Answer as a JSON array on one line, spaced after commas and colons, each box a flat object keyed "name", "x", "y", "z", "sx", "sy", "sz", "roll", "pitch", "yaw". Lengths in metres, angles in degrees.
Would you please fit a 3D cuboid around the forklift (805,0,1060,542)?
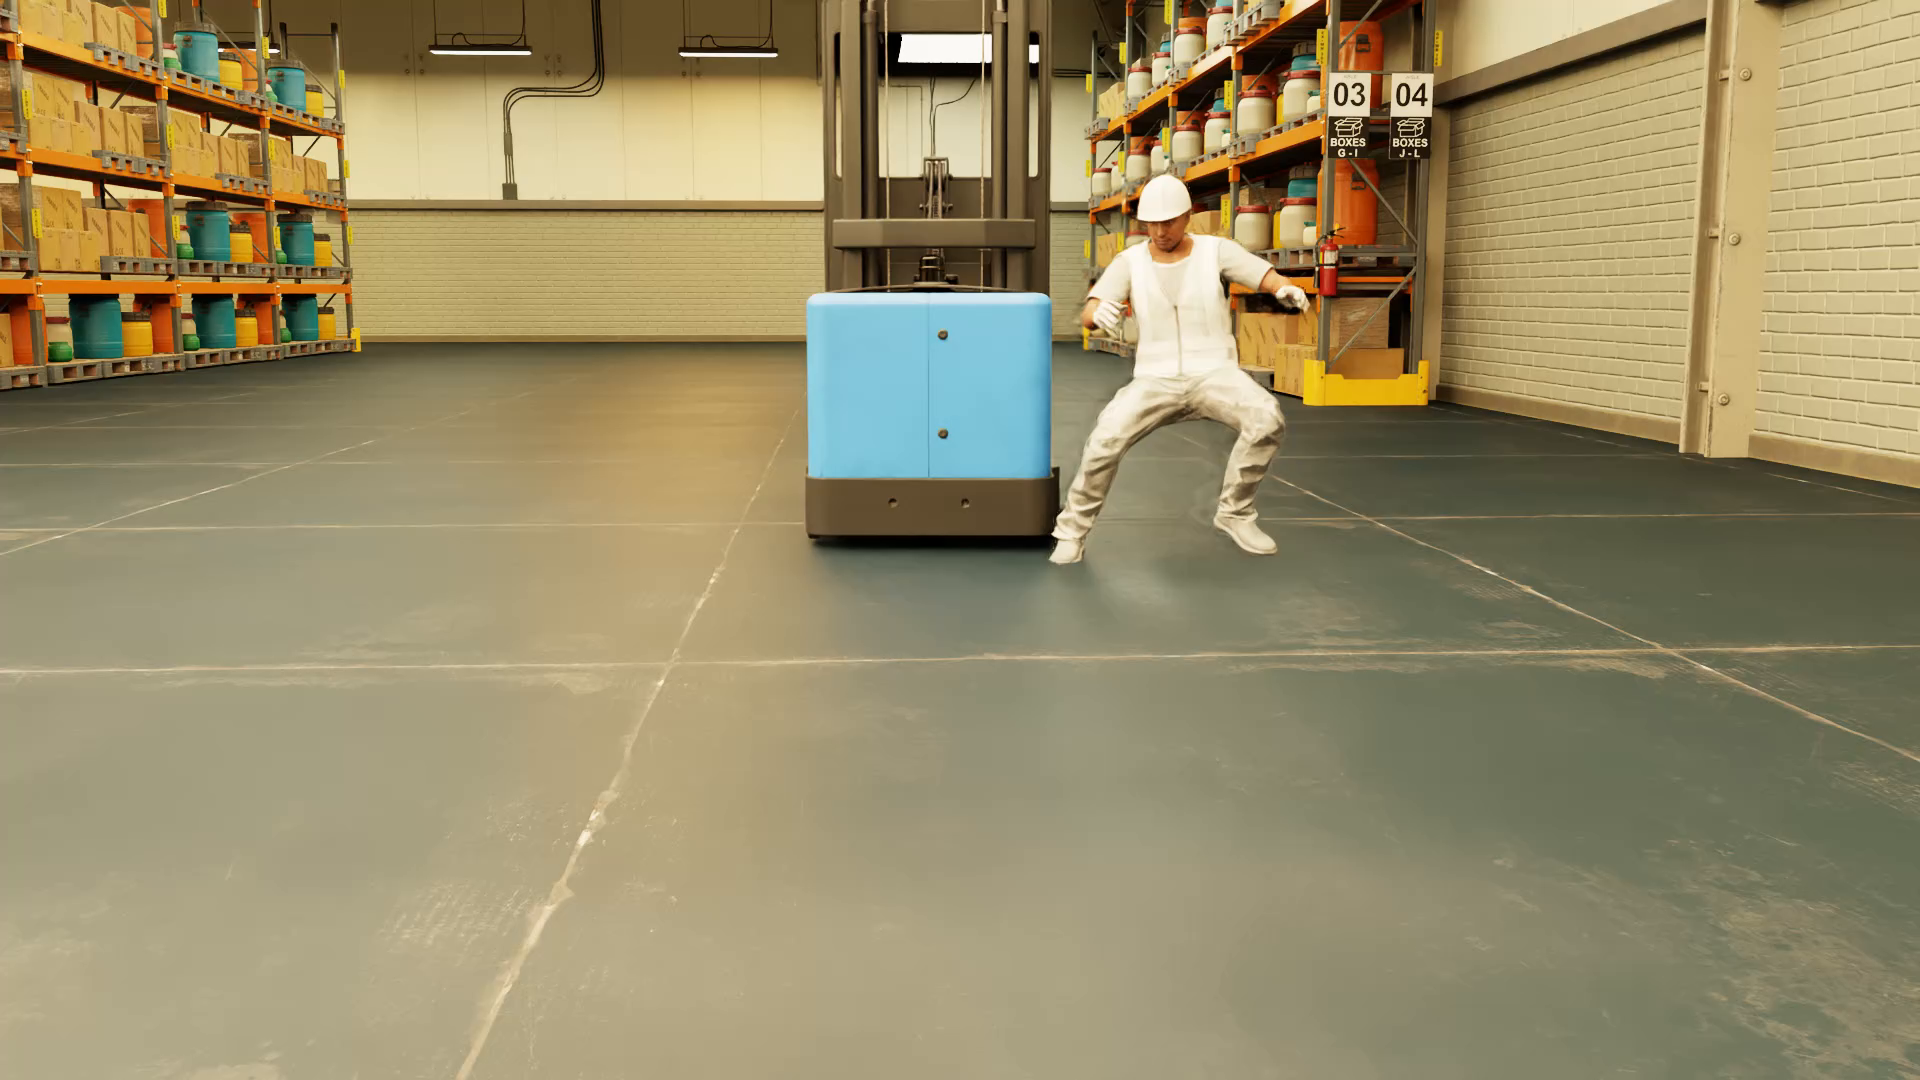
[{"name": "forklift", "x": -0.105, "y": -1.619, "z": 8.236, "sx": 1.130, "sy": 2.935, "sz": 3.031, "roll": 0, "pitch": 8, "yaw": 1}]

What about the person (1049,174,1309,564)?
[{"name": "person", "x": 0.871, "y": -0.669, "z": 6.633, "sx": 1.018, "sy": 1.565, "sz": 0.790, "roll": 2, "pitch": 9, "yaw": 14}]
